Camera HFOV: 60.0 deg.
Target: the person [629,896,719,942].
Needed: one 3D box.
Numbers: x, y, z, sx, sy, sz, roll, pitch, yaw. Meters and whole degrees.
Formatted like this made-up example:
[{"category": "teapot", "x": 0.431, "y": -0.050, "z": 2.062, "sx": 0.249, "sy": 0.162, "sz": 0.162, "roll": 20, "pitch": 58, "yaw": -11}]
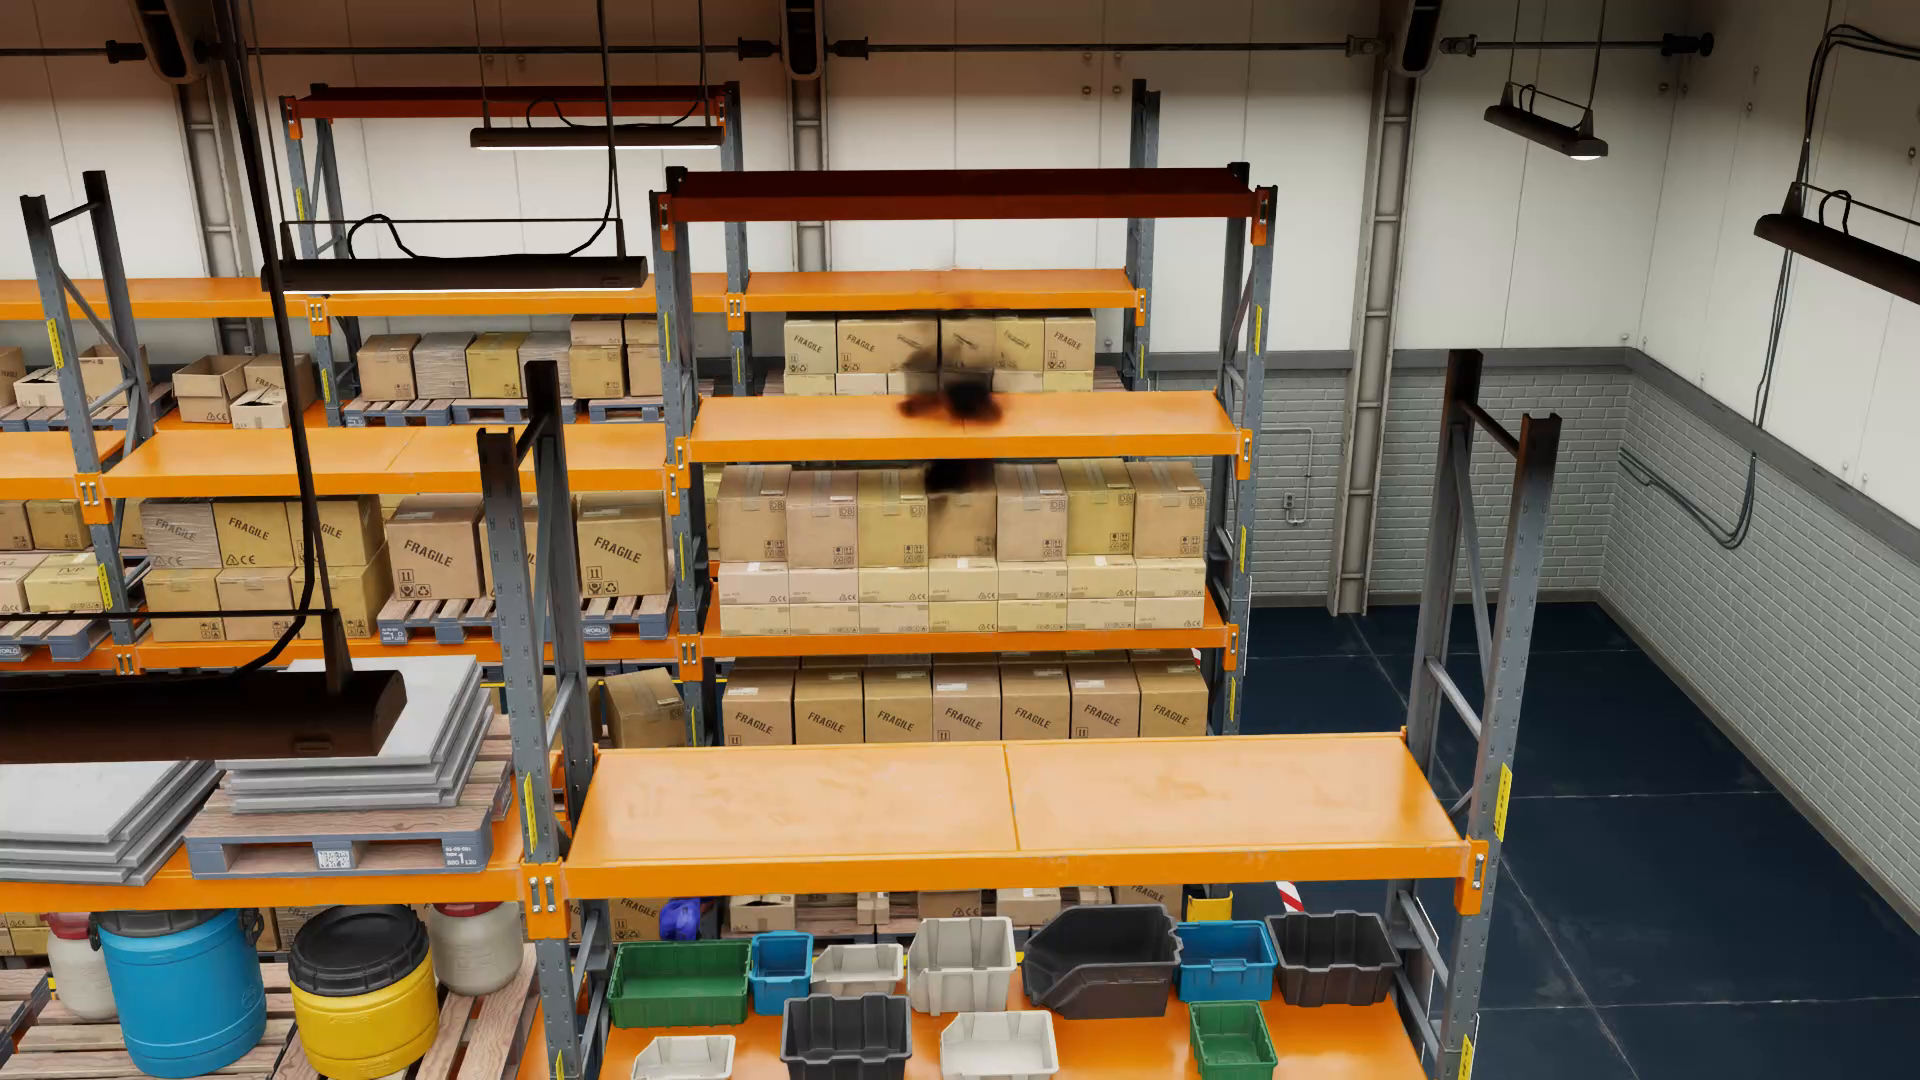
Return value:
[{"category": "person", "x": -1.863, "y": 2.903, "z": 11.111, "sx": 0.810, "sy": 1.703, "sz": 0.583, "roll": -6, "pitch": 23, "yaw": -14}]
